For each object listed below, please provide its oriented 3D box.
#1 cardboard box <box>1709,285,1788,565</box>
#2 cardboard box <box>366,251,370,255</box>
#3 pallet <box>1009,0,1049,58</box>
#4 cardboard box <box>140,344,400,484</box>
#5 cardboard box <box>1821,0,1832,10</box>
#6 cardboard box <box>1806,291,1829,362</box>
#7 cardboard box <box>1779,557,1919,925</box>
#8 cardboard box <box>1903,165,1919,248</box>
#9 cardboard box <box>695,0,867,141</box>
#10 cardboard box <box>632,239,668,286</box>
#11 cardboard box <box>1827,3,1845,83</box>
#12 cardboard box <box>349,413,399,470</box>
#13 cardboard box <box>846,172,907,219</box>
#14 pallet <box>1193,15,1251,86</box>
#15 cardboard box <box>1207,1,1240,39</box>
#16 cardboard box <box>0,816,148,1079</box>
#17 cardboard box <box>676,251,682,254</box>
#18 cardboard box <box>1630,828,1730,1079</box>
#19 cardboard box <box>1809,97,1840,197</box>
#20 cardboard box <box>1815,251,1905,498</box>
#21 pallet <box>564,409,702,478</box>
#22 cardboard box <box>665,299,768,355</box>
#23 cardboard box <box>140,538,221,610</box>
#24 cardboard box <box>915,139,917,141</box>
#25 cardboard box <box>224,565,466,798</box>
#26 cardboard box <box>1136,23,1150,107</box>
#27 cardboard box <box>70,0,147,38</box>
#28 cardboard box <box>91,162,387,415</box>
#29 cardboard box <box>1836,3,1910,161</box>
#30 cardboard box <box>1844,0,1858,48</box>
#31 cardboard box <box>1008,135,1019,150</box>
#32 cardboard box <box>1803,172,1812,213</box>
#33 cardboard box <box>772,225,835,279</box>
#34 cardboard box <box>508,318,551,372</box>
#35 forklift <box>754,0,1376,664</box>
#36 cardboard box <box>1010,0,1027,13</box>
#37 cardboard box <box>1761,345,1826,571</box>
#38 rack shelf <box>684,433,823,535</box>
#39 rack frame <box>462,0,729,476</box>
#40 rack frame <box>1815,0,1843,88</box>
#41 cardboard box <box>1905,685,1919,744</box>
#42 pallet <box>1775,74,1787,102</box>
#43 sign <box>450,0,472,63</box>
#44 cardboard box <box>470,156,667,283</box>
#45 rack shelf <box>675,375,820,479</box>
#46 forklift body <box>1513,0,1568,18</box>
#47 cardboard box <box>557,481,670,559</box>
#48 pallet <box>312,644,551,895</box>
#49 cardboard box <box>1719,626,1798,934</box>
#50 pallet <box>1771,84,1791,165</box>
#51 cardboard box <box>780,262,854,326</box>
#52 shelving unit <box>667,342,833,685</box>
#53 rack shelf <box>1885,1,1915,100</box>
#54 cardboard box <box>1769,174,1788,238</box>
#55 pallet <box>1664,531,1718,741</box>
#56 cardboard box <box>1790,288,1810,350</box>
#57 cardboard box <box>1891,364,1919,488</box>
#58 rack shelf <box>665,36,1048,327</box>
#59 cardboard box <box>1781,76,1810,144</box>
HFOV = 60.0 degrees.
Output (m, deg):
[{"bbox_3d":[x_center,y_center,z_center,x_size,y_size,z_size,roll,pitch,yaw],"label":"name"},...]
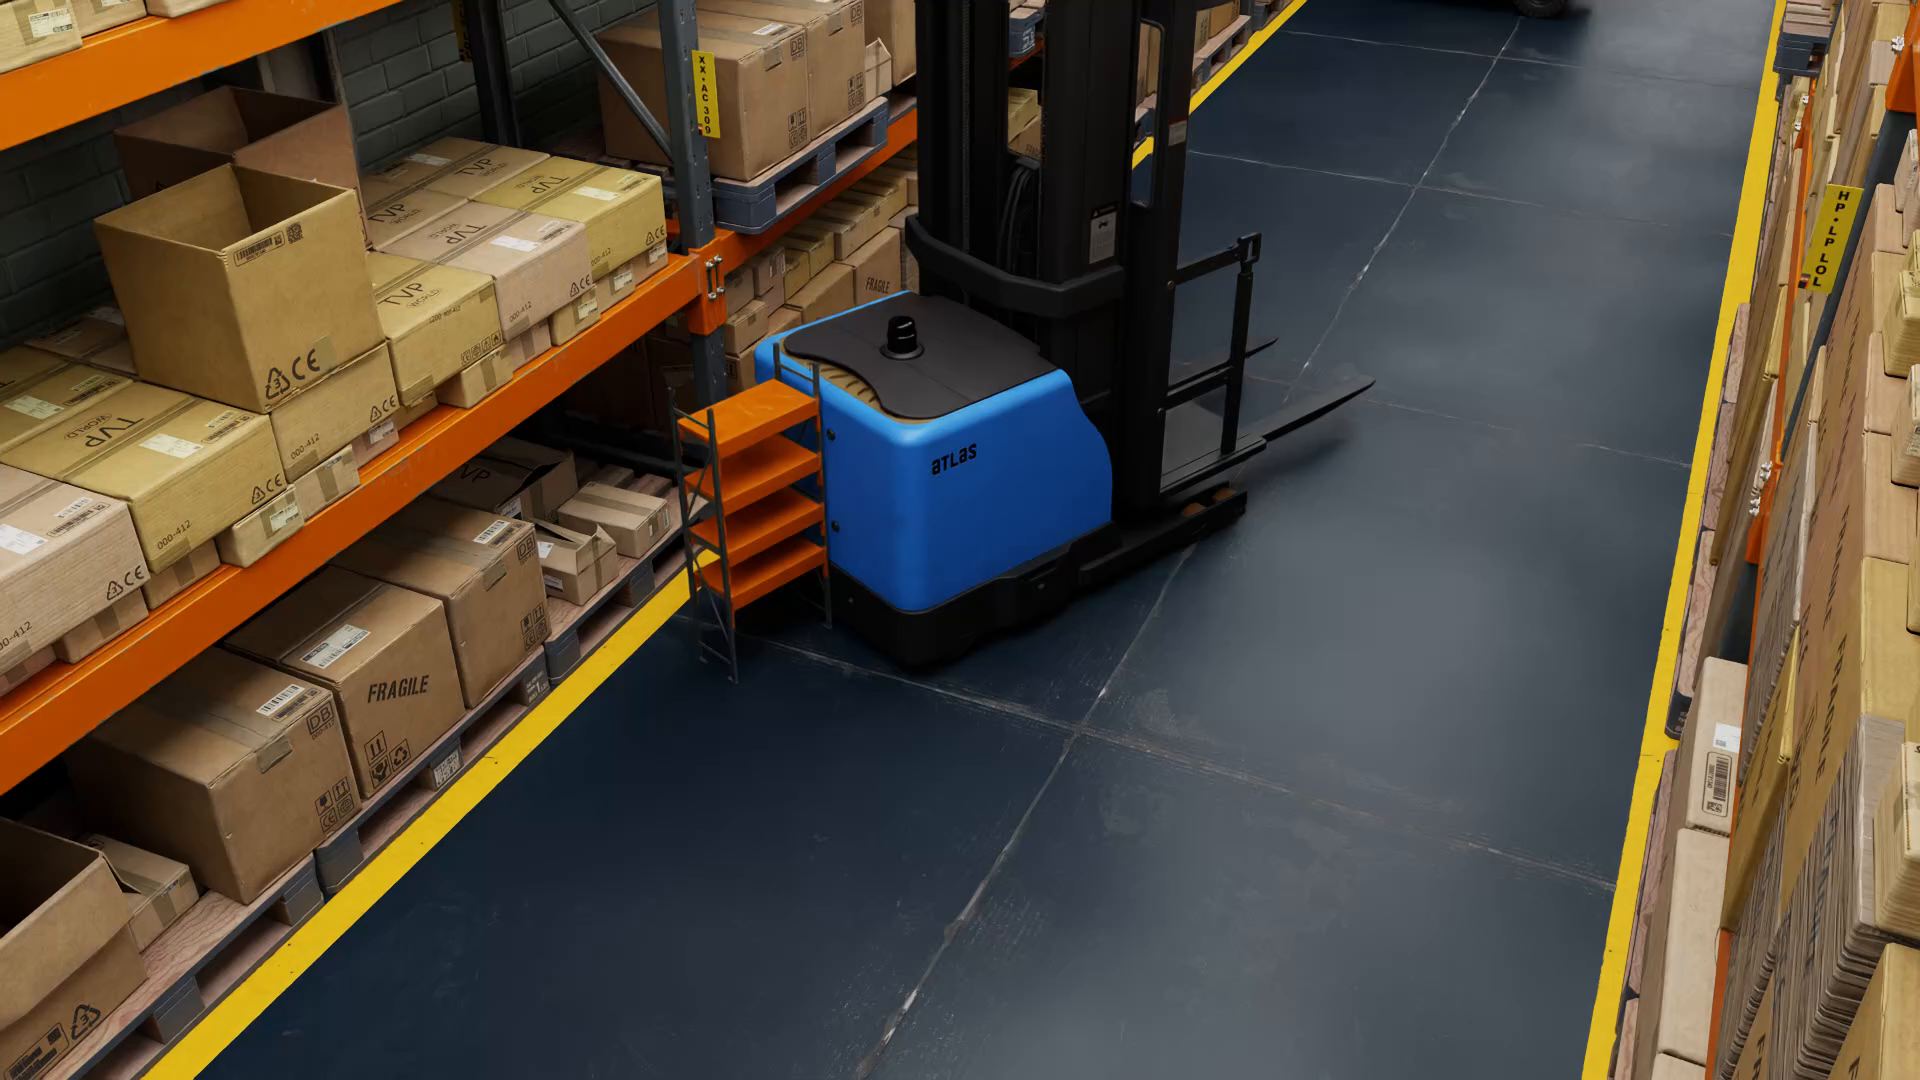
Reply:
[{"bbox_3d":[3.607,-0.375,6.641,0.875,0.875,0.875,15,36,22],"label":"cardboard box"},{"bbox_3d":[-2.334,-0.815,5.623,0.500,0.250,0.500,15,36,22],"label":"cardboard box"},{"bbox_3d":[-0.007,-3.004,9.271,1.213,0.211,1.003,14,36,20],"label":"pallet"},{"bbox_3d":[-2.085,-0.444,5.057,0.500,0.250,0.500,13,36,19],"label":"cardboard box"},{"bbox_3d":[4.757,-2.875,8.745,0.380,0.149,0.250,14,36,20],"label":"cardboard box"},{"bbox_3d":[3.013,-0.731,5.310,0.500,0.250,0.500,14,36,20],"label":"cardboard box"},{"bbox_3d":[1.763,0.416,2.878,0.500,0.500,0.500,14,36,20],"label":"cardboard box"},{"bbox_3d":[2.589,-0.812,4.158,0.380,0.149,0.250,15,36,21],"label":"cardboard box"},{"bbox_3d":[-0.839,-2.111,7.260,0.700,0.500,0.500,15,36,21],"label":"cardboard box"},{"bbox_3d":[-1.365,-1.124,6.458,0.380,0.149,0.250,15,36,21],"label":"cardboard box"},{"bbox_3d":[4.286,-2.252,7.630,0.500,0.250,0.500,14,36,20],"label":"cardboard box"},{"bbox_3d":[-2.027,-0.360,5.293,0.380,0.149,0.250,14,36,20],"label":"cardboard box"},{"bbox_3d":[-0.493,-1.771,8.521,0.380,0.149,0.250,14,36,21],"label":"cardboard box"},{"bbox_3d":[1.613,-3.889,12.988,1.003,0.211,1.213,14,36,20],"label":"pallet"},{"bbox_3d":[1.678,-4.351,12.932,0.875,0.625,0.625,16,36,23],"label":"cardboard box"},{"bbox_3d":[-2.792,1.131,4.683,0.797,0.503,0.637,13,35,19],"label":"cardboard box"},{"bbox_3d":[-1.369,-1.352,7.882,0.380,0.149,0.250,15,36,21],"label":"cardboard box"},{"bbox_3d":[2.315,1.321,4.454,0.875,0.438,0.875,13,35,19],"label":"cardboard box"},{"bbox_3d":[3.625,-1.500,6.483,0.500,0.250,0.500,15,36,21],"label":"cardboard box"},{"bbox_3d":[2.413,-0.338,4.026,0.500,0.500,0.500,14,36,20],"label":"cardboard box"},{"bbox_3d":[-1.155,-0.694,8.116,1.003,0.211,1.213,14,36,20],"label":"pallet"},{"bbox_3d":[-1.069,-0.965,7.292,0.380,0.149,0.250,16,36,23],"label":"cardboard box"},{"bbox_3d":[-2.337,0.029,4.700,0.380,0.149,0.250,15,36,21],"label":"cardboard box"},{"bbox_3d":[-0.152,-2.151,9.100,0.380,0.149,0.250,15,36,22],"label":"cardboard box"},{"bbox_3d":[-2.087,0.476,5.686,0.500,0.500,0.500,15,36,21],"label":"cardboard box"},{"bbox_3d":[0.752,-3.256,11.262,0.875,0.625,0.625,15,36,22],"label":"cardboard box"},{"bbox_3d":[-2.233,-1.339,4.050,0.380,0.149,0.250,14,36,20],"label":"cardboard box"},{"bbox_3d":[-2.073,-0.741,4.826,0.500,0.500,0.500,15,36,22],"label":"cardboard box"},{"bbox_3d":[3.448,-1.557,5.886,0.500,0.500,0.500,15,36,22],"label":"cardboard box"},{"bbox_3d":[4.095,-2.323,7.054,0.500,0.500,0.500,14,36,21],"label":"cardboard box"},{"bbox_3d":[0.012,-2.062,9.556,0.500,0.500,0.500,14,36,20],"label":"cardboard box"},{"bbox_3d":[3.866,-1.533,6.989,0.500,0.250,0.500,15,36,22],"label":"cardboard box"},{"bbox_3d":[-0.824,-1.391,7.941,0.380,0.149,0.250,14,36,20],"label":"cardboard box"},{"bbox_3d":[-1.675,-0.730,5.857,0.380,0.149,0.250,15,36,22],"label":"cardboard box"},{"bbox_3d":[0.634,-1.418,6.740,3.031,2.935,1.130,-25,41,-33],"label":"forklift"},{"bbox_3d":[0.065,-2.952,8.770,0.500,0.250,0.500,12,35,18],"label":"cardboard box"},{"bbox_3d":[2.615,-0.177,4.694,0.500,0.500,0.500,15,36,22],"label":"cardboard box"},{"bbox_3d":[-0.774,-0.220,6.206,0.258,0.148,0.480,28,42,36],"label":"rack shelf"},{"bbox_3d":[-1.461,-1.446,6.720,1.000,3.000,0.127,14,36,20],"label":"rack frame"},{"bbox_3d":[4.723,-2.301,8.024,1.000,3.000,0.127,14,36,20],"label":"rack frame"},{"bbox_3d":[1.603,0.331,2.415,0.380,0.149,0.250,15,36,22],"label":"cardboard box"},{"bbox_3d":[6.645,-3.470,12.350,1.003,0.211,1.213,14,36,20],"label":"pallet"},{"bbox_3d":[-1.966,-2.056,6.594,0.100,0.325,0.005,14,36,20],"label":"sign"},{"bbox_3d":[-1.452,-1.198,6.207,0.500,0.250,0.500,15,36,22],"label":"cardboard box"},{"bbox_3d":[-0.774,-0.418,6.077,0.258,0.148,0.480,28,42,36],"label":"rack shelf"},{"bbox_3d":[4.423,-5.705,13.989,2.313,2.155,1.214,14,36,20],"label":"forklift body"},{"bbox_3d":[-1.427,-0.085,6.861,0.380,0.149,0.250,13,35,19],"label":"cardboard box"},{"bbox_3d":[-2.258,0.672,6.033,1.003,0.211,1.213,14,36,20],"label":"pallet"},{"bbox_3d":[1.971,0.575,3.546,0.500,0.500,0.500,15,36,22],"label":"cardboard box"},{"bbox_3d":[6.072,-2.739,11.235,1.003,0.211,1.213,14,36,20],"label":"pallet"},{"bbox_3d":[-0.840,-1.033,7.987,0.500,0.500,0.500,14,36,20],"label":"cardboard box"},{"bbox_3d":[-0.774,-0.089,6.292,0.258,1.200,0.503,28,42,36],"label":"shelving unit"},{"bbox_3d":[3.886,-2.259,5.880,1.077,0.370,4.000,14,36,20],"label":"rack shelf"},{"bbox_3d":[4.968,-1.657,9.055,0.950,0.372,0.625,12,35,17],"label":"cardboard box"},{"bbox_3d":[3.303,0.455,6.363,1.003,0.211,1.213,14,36,20],"label":"pallet"},{"bbox_3d":[3.222,-0.781,5.843,0.500,0.250,0.500,14,36,20],"label":"cardboard box"},{"bbox_3d":[2.027,-0.189,3.208,0.380,0.149,0.250,14,36,21],"label":"cardboard box"},{"bbox_3d":[-0.624,-2.141,8.436,1.077,0.370,4.000,14,36,20],"label":"rack shelf"},{"bbox_3d":[5.881,-2.750,10.721,0.950,0.372,0.625,16,37,23],"label":"cardboard box"}]
